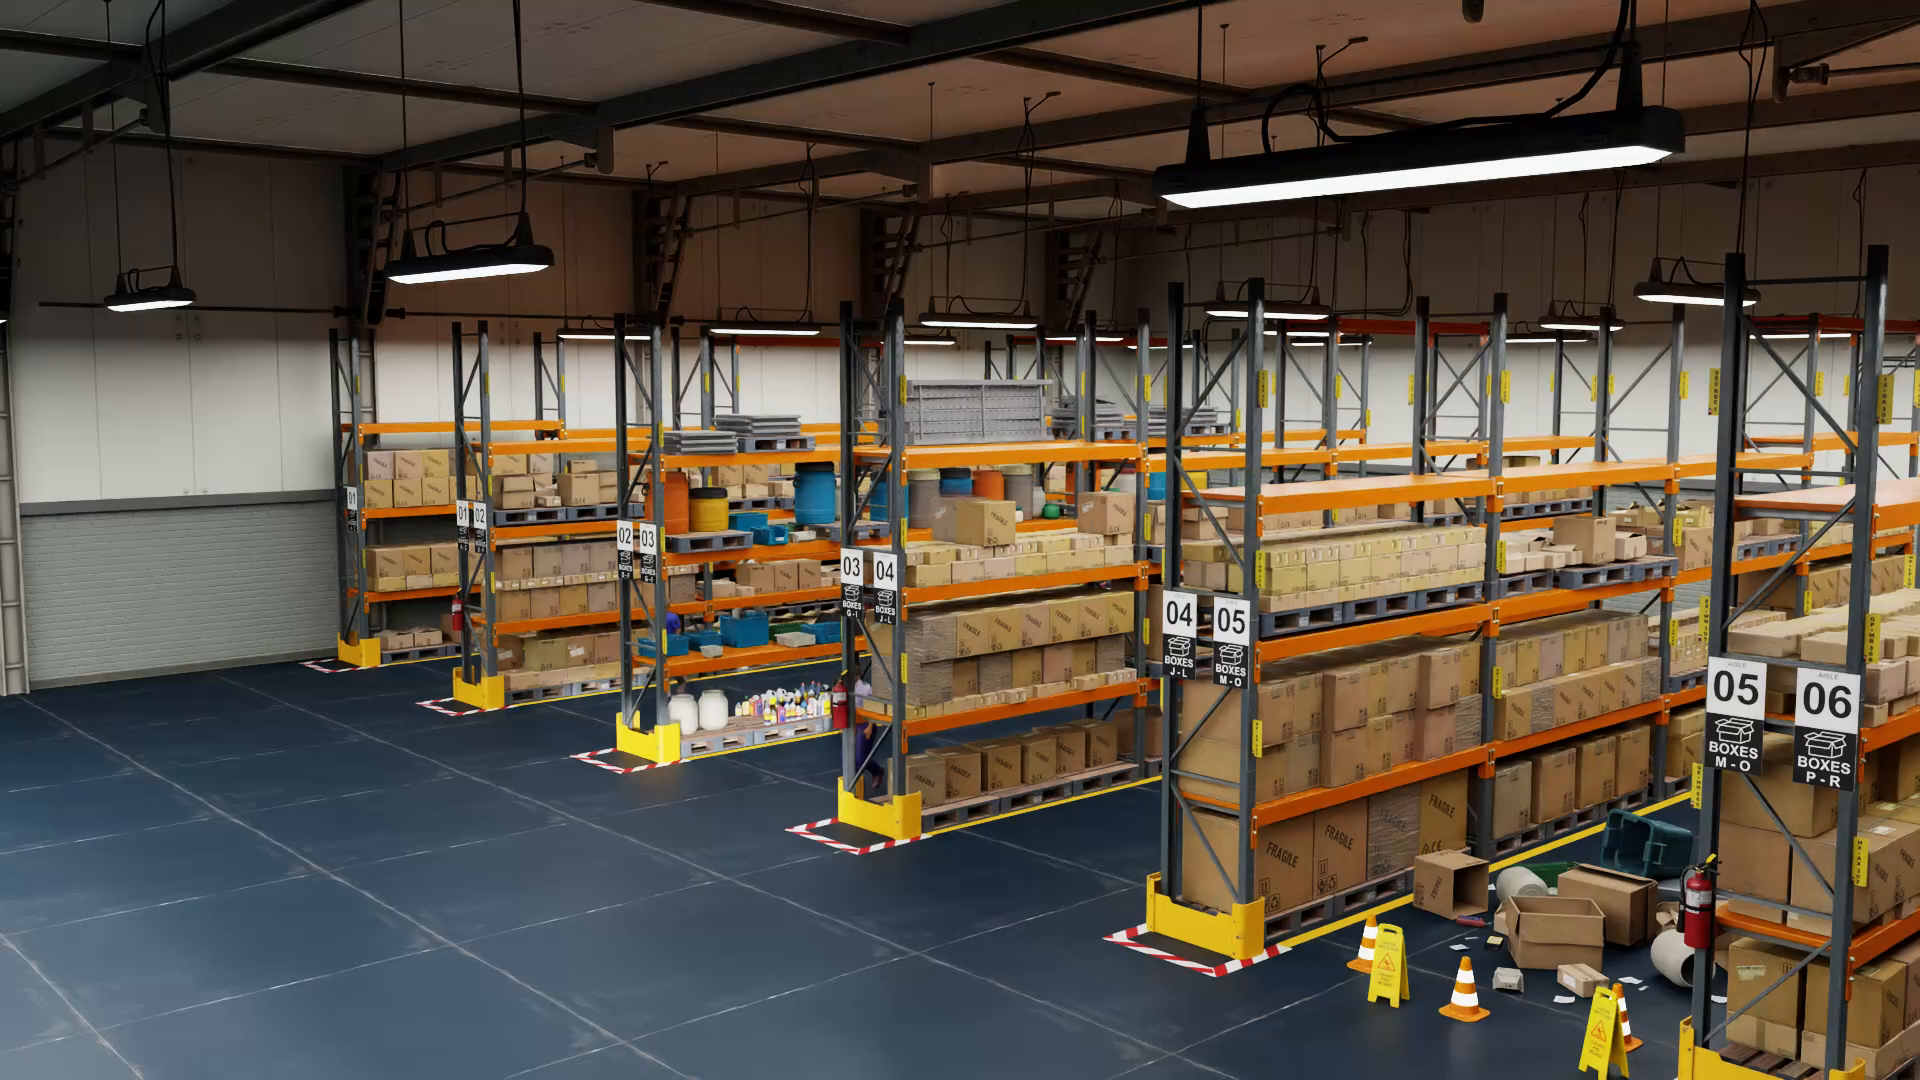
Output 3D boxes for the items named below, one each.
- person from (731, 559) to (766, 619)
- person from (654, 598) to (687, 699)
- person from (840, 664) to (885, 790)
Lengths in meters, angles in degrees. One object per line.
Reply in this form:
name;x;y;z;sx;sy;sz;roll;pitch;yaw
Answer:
person;-4.329;0.983;33.449;0.644;1.701;1.088;5;7;39
person;-4.656;1.726;26.701;0.545;1.642;0.512;5;7;39
person;-1.209;2.331;20.643;0.558;1.632;0.571;-5;8;-43
